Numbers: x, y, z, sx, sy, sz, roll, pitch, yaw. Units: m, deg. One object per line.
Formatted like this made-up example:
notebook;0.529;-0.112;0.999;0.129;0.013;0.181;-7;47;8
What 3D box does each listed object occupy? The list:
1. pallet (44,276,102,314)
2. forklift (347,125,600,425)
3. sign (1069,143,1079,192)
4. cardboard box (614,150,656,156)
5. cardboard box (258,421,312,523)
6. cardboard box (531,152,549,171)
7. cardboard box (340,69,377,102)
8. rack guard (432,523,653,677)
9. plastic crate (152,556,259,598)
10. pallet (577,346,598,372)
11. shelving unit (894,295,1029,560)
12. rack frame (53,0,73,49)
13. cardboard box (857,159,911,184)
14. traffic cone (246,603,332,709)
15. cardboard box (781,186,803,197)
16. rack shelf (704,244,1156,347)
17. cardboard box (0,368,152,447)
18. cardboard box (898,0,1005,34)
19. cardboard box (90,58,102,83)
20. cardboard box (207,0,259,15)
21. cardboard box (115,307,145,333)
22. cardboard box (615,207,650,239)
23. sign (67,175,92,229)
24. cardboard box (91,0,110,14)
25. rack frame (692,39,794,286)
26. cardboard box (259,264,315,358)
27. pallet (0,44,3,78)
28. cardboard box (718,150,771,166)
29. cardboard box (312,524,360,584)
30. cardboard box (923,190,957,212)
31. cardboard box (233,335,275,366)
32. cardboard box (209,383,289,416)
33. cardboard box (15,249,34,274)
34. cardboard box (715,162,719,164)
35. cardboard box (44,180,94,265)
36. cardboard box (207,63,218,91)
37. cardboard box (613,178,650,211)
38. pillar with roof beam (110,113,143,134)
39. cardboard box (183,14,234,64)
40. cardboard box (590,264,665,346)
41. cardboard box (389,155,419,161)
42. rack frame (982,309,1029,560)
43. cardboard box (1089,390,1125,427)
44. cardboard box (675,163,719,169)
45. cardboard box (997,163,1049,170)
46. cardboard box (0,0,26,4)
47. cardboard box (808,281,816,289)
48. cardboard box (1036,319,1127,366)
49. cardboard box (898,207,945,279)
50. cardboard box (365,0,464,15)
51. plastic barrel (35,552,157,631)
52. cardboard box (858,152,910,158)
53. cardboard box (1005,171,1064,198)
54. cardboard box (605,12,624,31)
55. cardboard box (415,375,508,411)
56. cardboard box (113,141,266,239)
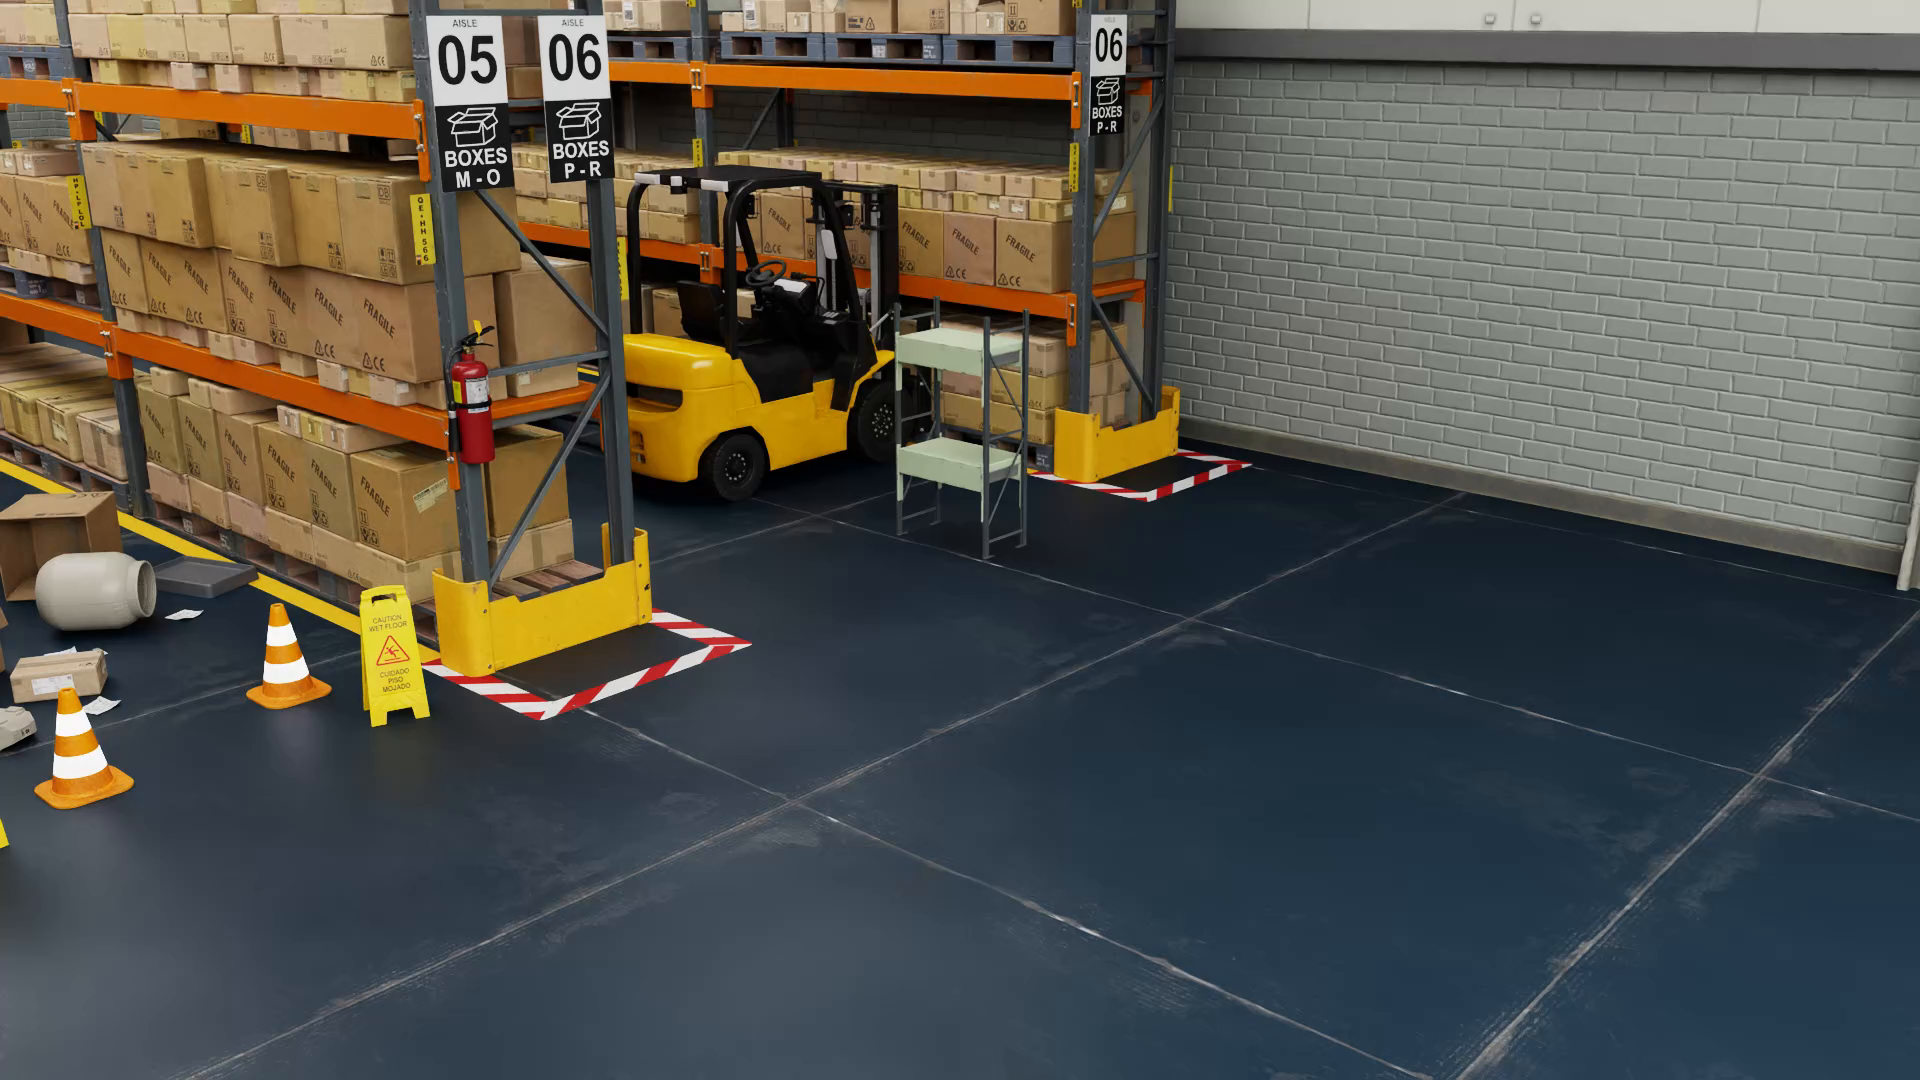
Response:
pallet;-5.606;-1.776;11.565;1.213;0.211;1.003;15;23;39
forklift;-3.950;-2.294;12.994;3.031;2.935;1.130;15;23;39
sign;0.783;-2.546;11.370;0.005;0.325;0.100;15;23;39
cardboard box;-3.069;-3.597;15.749;0.250;0.149;0.380;15;23;40
cardboard box;-3.677;-0.433;9.630;0.500;0.500;0.500;14;23;38
cardboard box;-3.815;-3.577;15.686;0.250;0.149;0.380;16;23;40
cardboard box;-2.799;-2.238;8.163;0.250;0.149;0.380;15;23;40
rack guard;-2.196;0.299;8.844;0.348;0.500;1.175;15;23;39
plastic crate;-4.501;0.212;9.812;0.583;0.080;0.402;7;19;21
pallet;-3.332;-1.859;16.121;1.213;0.211;1.003;15;23;39
shelving unit;0.005;-0.714;10.381;0.755;1.500;0.431;15;23;39
rack frame;-5.131;-4.540;10.041;0.127;3.000;1.000;15;23;39
cardboard box;-0.583;-2.885;13.015;0.250;0.149;0.380;15;23;39
traffic cone;-3.317;0.537;8.154;0.334;0.463;0.336;15;23;39
cardboard box;-1.231;-2.874;13.470;0.250;0.149;0.380;16;23;40
rack shelf;-0.343;-2.060;13.333;4.000;0.370;1.077;15;23;39
cardboard box;-6.586;-1.016;12.504;0.625;0.372;0.950;16;24;41
cardboard box;-0.039;-3.988;12.237;0.500;0.500;0.700;15;23;40
cardboard box;-5.059;-2.871;10.157;0.250;0.149;0.380;15;23;38
cardboard box;-3.757;-2.869;8.831;0.250;0.149;0.380;16;23;41
cardboard box;-5.108;-1.425;10.559;0.250;0.149;0.380;15;23;39
cardboard box;-2.769;-2.875;14.959;0.500;0.250;0.500;15;23;39
sign;-5.496;-2.106;10.376;0.005;0.325;0.100;15;23;39
cardboard box;-4.898;-3.188;9.837;0.250;0.149;0.380;16;24;41
rack frame;-1.839;-2.804;14.490;0.127;3.000;1.000;15;23;39
cardboard box;-3.471;-1.316;9.144;0.500;0.500;0.500;15;23;39
pallet;-6.299;-3.376;11.644;1.003;0.211;1.213;15;23;39
cardboard box;-1.797;-3.172;13.918;0.250;0.149;0.380;16;23;40
cardboard box;-3.304;0.026;9.423;0.500;0.250;0.500;15;23;39
cardboard box;-0.065;-2.570;12.514;0.250;0.149;0.380;14;22;38
cardboard box;-3.950;-1.122;9.603;0.250;0.149;0.380;15;23;39
cardboard box;-4.226;-0.862;9.910;0.250;0.149;0.380;17;24;42
cardboard box;-6.294;-1.953;11.527;0.250;0.149;0.380;15;23;40
cardboard box;-1.959;-3.280;14.752;0.250;0.149;0.380;14;23;38
cardboard box;-5.628;-2.111;10.954;0.500;0.500;0.500;15;23;38
cardboard box;-3.906;-2.562;9.183;0.250;0.149;0.380;15;23;40
cardboard box;-2.765;-3.114;14.885;0.500;0.250;0.500;14;23;38
pillar with roof beam;-15.090;-7.845;20.453;0.400;9.000;9.100;15;23;39
cardboard box;-3.846;-2.725;9.035;0.500;0.250;0.500;15;23;40
cardboard box;-3.375;-2.283;16.078;0.625;0.625;0.875;14;22;37
cardboard box;-5.834;-3.875;17.416;0.500;0.250;0.500;14;22;37
rack frame;0.279;-0.640;10.149;0.023;1.500;0.400;15;23;39
cardboard box;0.916;-1.034;12.761;0.500;0.250;0.500;15;23;39
cardboard box;-2.242;-3.180;14.434;0.250;0.149;0.380;16;24;41
cardboard box;0.488;-2.779;12.679;0.250;0.149;0.380;15;23;40
cardboard box;-6.427;-3.765;11.284;0.500;0.250;0.500;16;23;40
cardboard box;-1.342;-2.116;14.517;0.500;0.250;0.500;16;23;40
cardboard box;0.919;-1.507;12.599;0.500;0.250;0.500;15;23;38
cardboard box;-0.155;-2.297;12.727;0.500;0.500;0.500;14;23;38
cardboard box;-2.588;-2.569;7.885;0.250;0.149;0.380;15;23;40
plastic barrel;-4.689;0.278;9.035;0.512;0.421;0.421;-3;18;-8
cardboard box;-0.623;-3.105;13.706;0.250;0.149;0.380;15;23;38
cardboard box;0.540;-2.567;12.011;0.250;0.149;0.380;15;23;39
cardboard box;-2.863;-4.514;14.474;0.250;0.149;0.380;15;23;39
cardboard box;-2.561;-0.784;8.540;0.250;0.149;0.380;16;24;41
cardboard box;-4.578;-2.102;9.966;0.500;0.500;0.700;15;23;40
